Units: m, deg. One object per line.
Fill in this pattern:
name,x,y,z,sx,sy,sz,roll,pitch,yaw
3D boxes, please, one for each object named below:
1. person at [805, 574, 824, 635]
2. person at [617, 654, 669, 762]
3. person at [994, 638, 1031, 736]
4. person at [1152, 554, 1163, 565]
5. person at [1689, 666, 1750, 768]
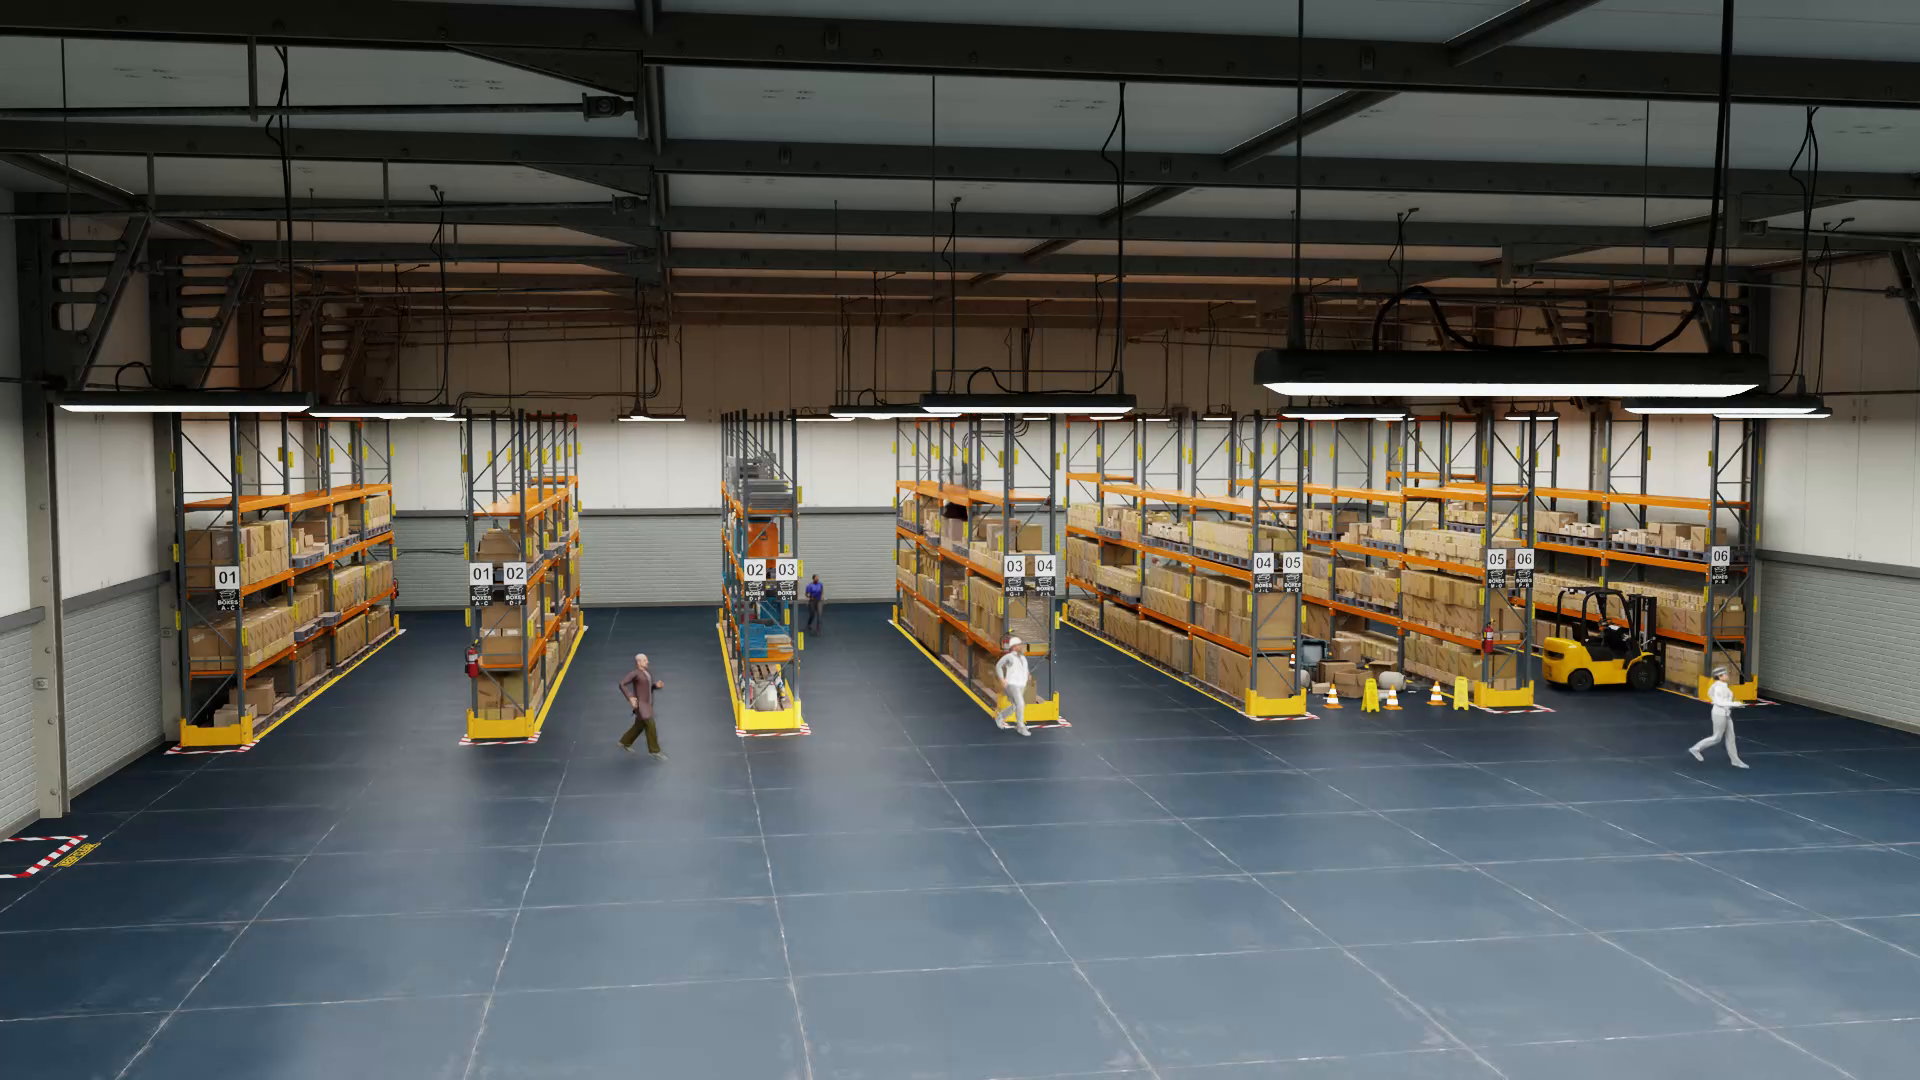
person,-3.976,1.754,45.452,0.571,1.651,0.867,-2,4,-23
person,-5.407,2.836,28.300,1.006,1.803,0.690,1,4,13
person,1.057,2.693,30.820,0.871,1.758,0.681,3,5,38
person,6.011,1.319,50.321,0.987,1.808,0.696,-1,4,-8
person,12.645,2.926,27.636,0.923,1.687,0.613,3,5,32
